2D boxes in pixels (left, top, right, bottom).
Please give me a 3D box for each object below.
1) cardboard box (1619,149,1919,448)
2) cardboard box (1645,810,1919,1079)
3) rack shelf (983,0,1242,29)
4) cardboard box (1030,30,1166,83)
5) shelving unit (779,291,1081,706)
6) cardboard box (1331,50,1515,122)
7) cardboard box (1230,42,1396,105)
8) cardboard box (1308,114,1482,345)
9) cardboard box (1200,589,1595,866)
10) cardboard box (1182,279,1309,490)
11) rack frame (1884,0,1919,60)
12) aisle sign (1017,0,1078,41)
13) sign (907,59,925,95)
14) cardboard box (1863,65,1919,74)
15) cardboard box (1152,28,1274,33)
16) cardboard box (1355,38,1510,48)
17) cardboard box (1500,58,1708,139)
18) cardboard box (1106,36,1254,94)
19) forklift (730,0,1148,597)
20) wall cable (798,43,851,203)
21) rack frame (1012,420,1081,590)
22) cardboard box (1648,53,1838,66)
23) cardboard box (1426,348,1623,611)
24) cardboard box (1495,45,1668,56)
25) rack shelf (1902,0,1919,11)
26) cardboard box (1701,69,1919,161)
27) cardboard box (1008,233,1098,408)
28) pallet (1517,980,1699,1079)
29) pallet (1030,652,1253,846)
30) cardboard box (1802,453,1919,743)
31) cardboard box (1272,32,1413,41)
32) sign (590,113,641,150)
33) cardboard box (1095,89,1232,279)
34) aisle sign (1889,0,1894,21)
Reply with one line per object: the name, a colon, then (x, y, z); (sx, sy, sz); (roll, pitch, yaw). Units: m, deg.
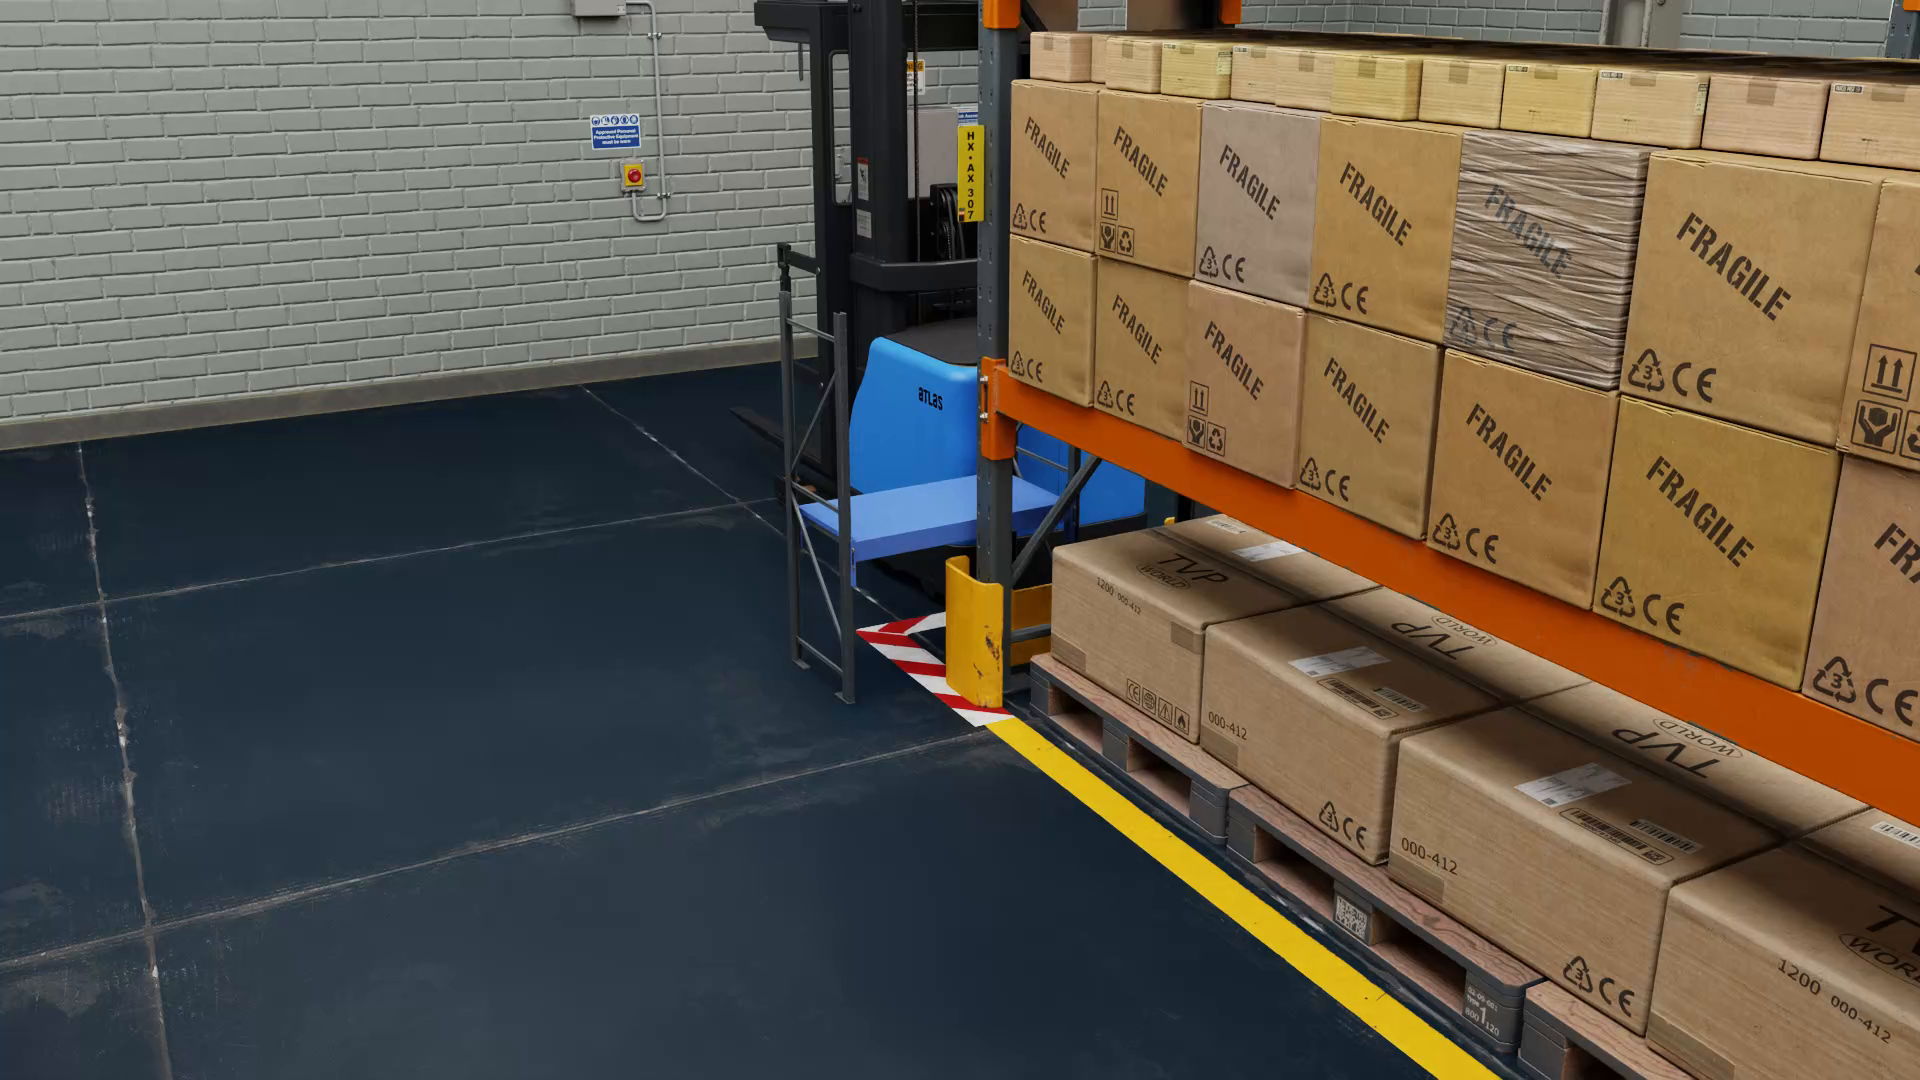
cardboard box: (1.728, -0.516, 3.343); (0.500, 0.500, 0.500); (-10, 22, -27)
cardboard box: (2.225, 1.059, 3.748); (0.875, 0.438, 0.875); (-10, 22, -27)
rack shelf: (1.479, -1.409, 4.120); (1.077, 0.370, 4.000); (-10, 21, -27)
cardboard box: (0.454, -1.587, 5.451); (0.380, 0.149, 0.250); (-9, 21, -26)
shelving unit: (-0.102, -0.238, 6.520); (1.048, 1.500, 0.538); (-11, 22, -29)
cardboard box: (1.153, -1.135, 4.142); (0.380, 0.149, 0.250); (-11, 22, -28)
cardboard box: (0.976, -1.290, 4.591); (0.380, 0.149, 0.250); (-10, 21, -26)
cardboard box: (1.247, -0.806, 4.183); (0.500, 0.500, 0.500); (-10, 21, -26)
cardboard box: (1.373, 0.543, 5.243); (0.875, 0.438, 0.875); (-9, 21, -25)
cardboard box: (0.995, -0.480, 4.771); (0.500, 0.500, 0.500); (-10, 21, -27)
rack frame: (4.896, -1.675, 8.387); (1.000, 3.000, 0.127); (-10, 21, -27)
aisle sign: (0.240, -2.110, 5.661); (0.394, 0.787, 0.004); (-10, 21, -27)
sign: (-0.398, -3.245, 11.670); (0.339, 0.242, 0.001); (-10, 21, -27)
cardboard box: (2.149, -0.933, 3.556); (0.380, 0.149, 0.250); (-10, 21, -27)
cardboard box: (0.876, -1.660, 5.662); (0.380, 0.149, 0.250); (-10, 21, -26)
cardboard box: (1.359, -1.365, 4.807); (0.380, 0.149, 0.250); (-10, 22, -27)
cardboard box: (1.451, -0.999, 3.748); (0.380, 0.149, 0.250); (-10, 22, -28)
cardboard box: (0.664, -1.430, 4.997); (0.380, 0.149, 0.250); (-9, 21, -25)
forklift: (-0.305, -1.563, 8.168); (1.130, 2.935, 3.031); (-10, 22, -28)
wall cable: (-0.926, -3.223, 11.317); (0.588, 1.984, 0.122); (-10, 21, -27)
rack frame: (0.335, -0.322, 6.766); (0.032, 1.500, 0.500); (-11, 22, -29)
cardboard box: (1.856, -1.073, 3.962); (0.380, 0.149, 0.250); (-10, 21, -27)
cardboard box: (1.483, -0.186, 3.920); (0.500, 0.500, 0.500); (-10, 22, -27)
cardboard box: (1.638, -1.223, 4.398); (0.380, 0.149, 0.250); (-9, 21, -25)
rack shelf: (5.845, -2.179, 6.351); (1.077, 0.370, 4.000); (-10, 21, -27)
cardboard box: (1.727, -0.858, 3.338); (0.380, 0.149, 0.250); (-10, 21, -27)
cardboard box: (0.504, -0.770, 5.611); (0.500, 0.500, 0.500); (-10, 21, -27)
pallet: (2.136, 1.331, 3.950); (1.003, 0.211, 1.213); (-10, 21, -27)
pallet: (0.978, 0.631, 5.980); (1.003, 0.211, 1.213); (-10, 21, -27)
cardboard box: (1.983, 0.102, 3.083); (0.500, 0.500, 0.500); (-10, 21, -26)
cardboard box: (1.214, -1.529, 5.284); (0.380, 0.149, 0.250); (-10, 22, -27)
sign: (-2.240, -2.658, 10.821); (0.327, 0.218, 0.001); (-10, 21, -27)
cardboard box: (0.758, -1.096, 5.022); (0.500, 0.500, 0.500); (-11, 22, -28)
aisle sign: (4.605, -2.878, 7.888); (0.394, 0.787, 0.004); (-10, 21, -27)
